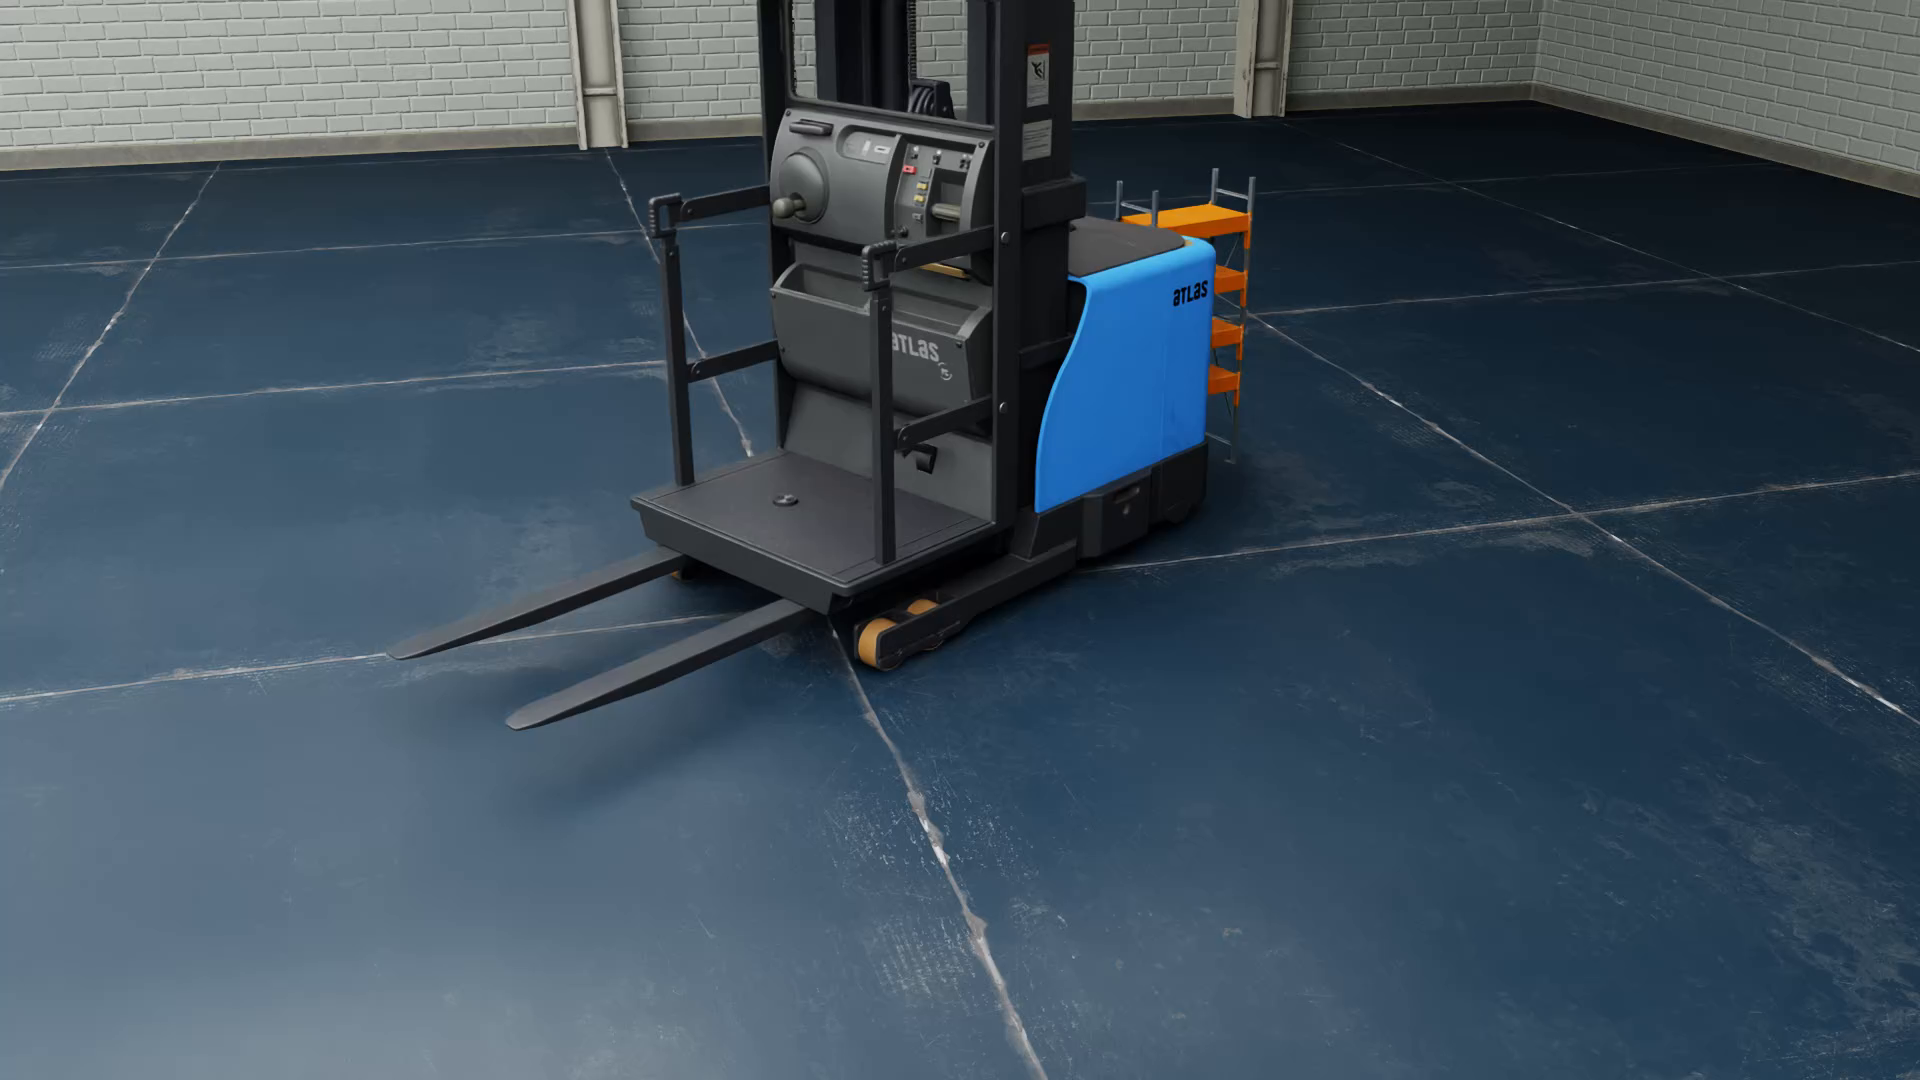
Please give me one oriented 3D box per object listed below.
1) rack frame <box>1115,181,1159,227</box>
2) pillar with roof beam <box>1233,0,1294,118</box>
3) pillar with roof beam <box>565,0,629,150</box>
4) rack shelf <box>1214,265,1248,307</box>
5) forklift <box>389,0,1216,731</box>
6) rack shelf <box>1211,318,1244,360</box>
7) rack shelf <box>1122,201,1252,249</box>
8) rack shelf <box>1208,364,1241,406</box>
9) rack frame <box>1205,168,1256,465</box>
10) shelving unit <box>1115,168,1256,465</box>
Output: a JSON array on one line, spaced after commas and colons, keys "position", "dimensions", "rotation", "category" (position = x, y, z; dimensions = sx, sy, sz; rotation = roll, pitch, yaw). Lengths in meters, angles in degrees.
[{"position": [0.680, -0.804, 6.601], "dimensions": [0.015, 1.200, 0.240], "rotation": [-14, 27, -30], "category": "rack frame"}, {"position": [3.940, -6.459, 9.890], "dimensions": [0.400, 9.000, 9.100], "rotation": [-6, 24, -14], "category": "pillar with roof beam"}, {"position": [-1.837, -5.819, 8.400], "dimensions": [0.400, 9.000, 9.100], "rotation": [-6, 24, -14], "category": "pillar with roof beam"}, {"position": [0.885, -1.000, 6.662], "dimensions": [0.480, 0.148, 0.258], "rotation": [-14, 27, -30], "category": "rack shelf"}, {"position": [-0.416, -1.157, 5.229], "dimensions": [1.130, 2.935, 3.031], "rotation": [20, 30, 39], "category": "forklift"}, {"position": [0.885, -0.794, 6.750], "dimensions": [0.480, 0.148, 0.258], "rotation": [-14, 27, -30], "category": "rack shelf"}, {"position": [0.885, -1.217, 6.568], "dimensions": [0.480, 0.148, 0.258], "rotation": [-14, 27, -30], "category": "rack shelf"}, {"position": [0.885, -0.612, 6.828], "dimensions": [0.480, 0.148, 0.258], "rotation": [-14, 27, -30], "category": "rack shelf"}, {"position": [1.089, -0.908, 6.846], "dimensions": [0.015, 1.200, 0.240], "rotation": [-14, 27, -30], "category": "rack frame"}, {"position": [0.885, -0.856, 6.723], "dimensions": [0.503, 1.200, 0.258], "rotation": [-14, 27, -30], "category": "shelving unit"}]
